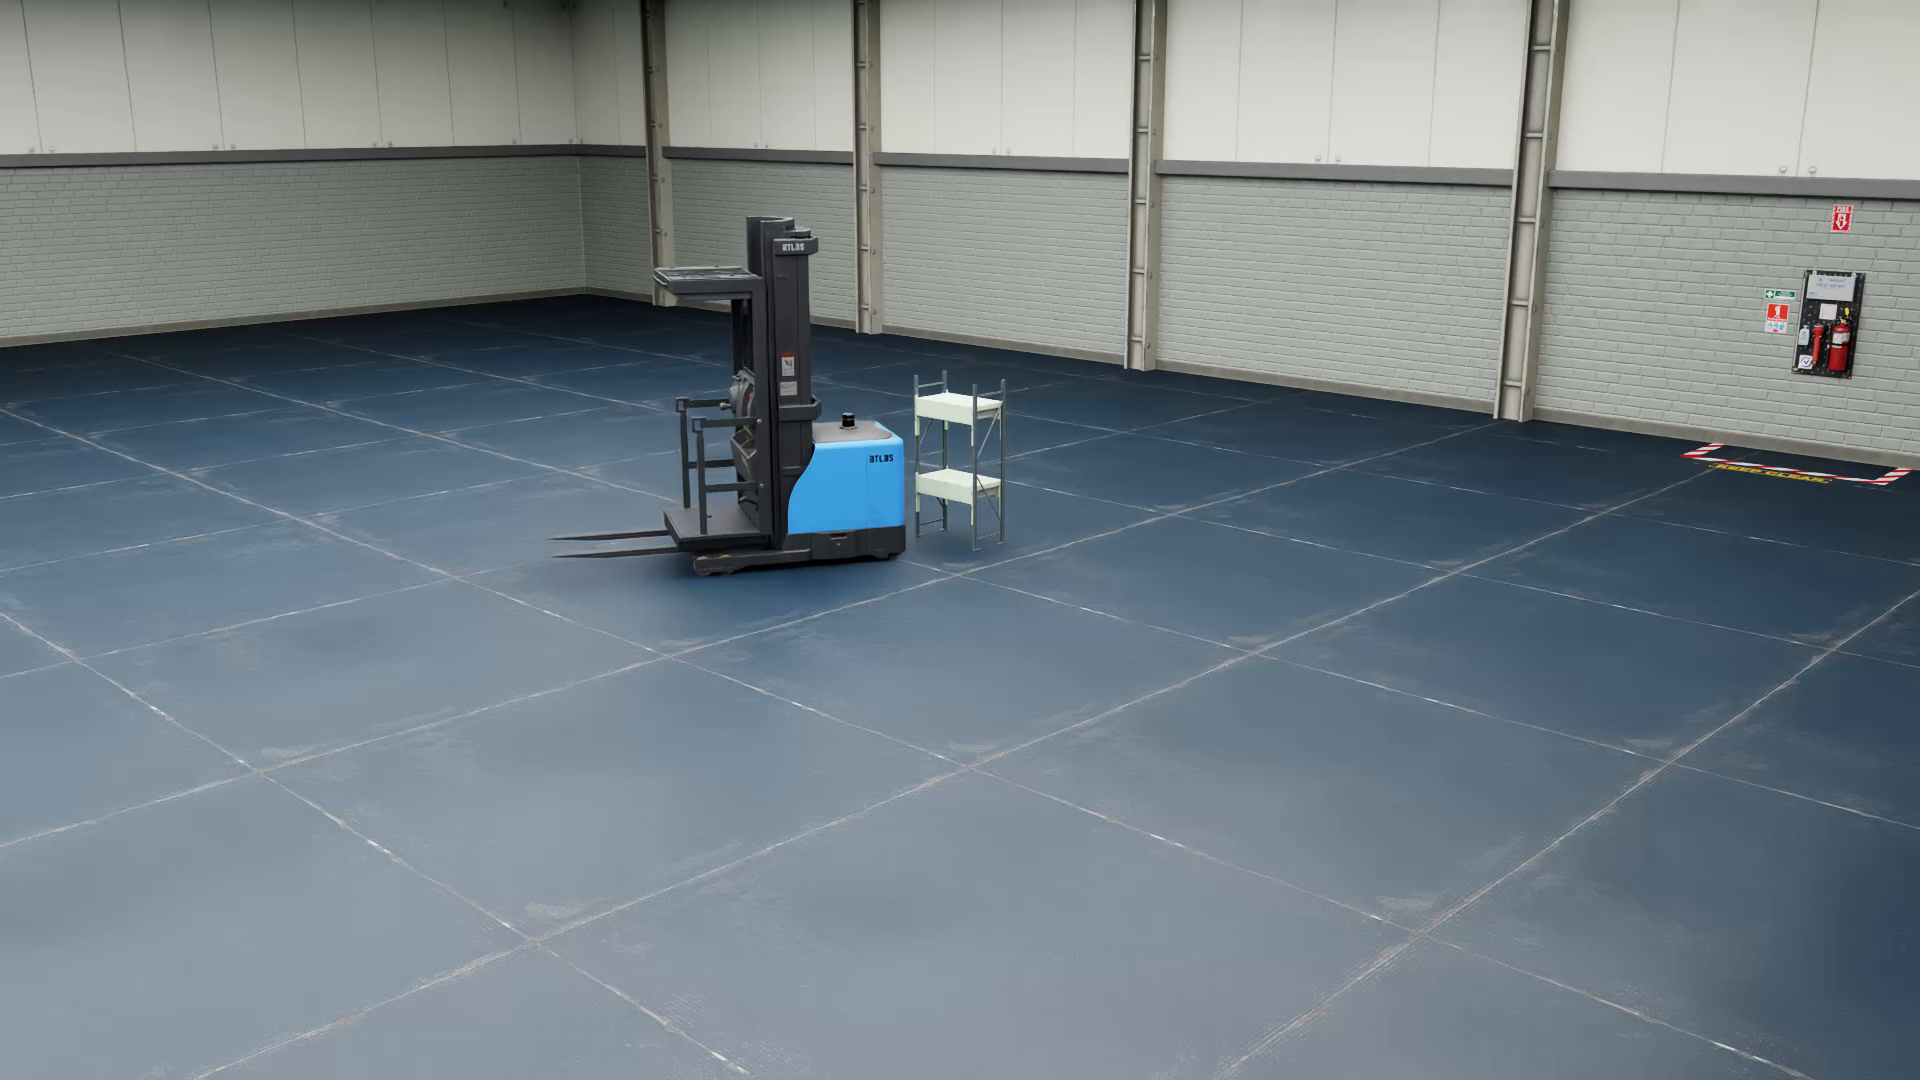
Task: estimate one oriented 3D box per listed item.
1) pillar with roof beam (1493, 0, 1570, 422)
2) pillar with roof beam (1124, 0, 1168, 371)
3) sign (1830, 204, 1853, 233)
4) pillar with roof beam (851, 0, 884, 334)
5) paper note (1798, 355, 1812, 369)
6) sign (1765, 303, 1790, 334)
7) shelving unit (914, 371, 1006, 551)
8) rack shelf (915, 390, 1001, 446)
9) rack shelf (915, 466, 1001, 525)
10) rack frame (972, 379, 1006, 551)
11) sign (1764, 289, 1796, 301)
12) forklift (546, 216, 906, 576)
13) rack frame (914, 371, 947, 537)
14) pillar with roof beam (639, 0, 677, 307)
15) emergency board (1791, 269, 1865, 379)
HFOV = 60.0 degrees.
[{"bbox_3d":[4.064,-5.123,17.063,0.400,9.000,9.100,14,20,42],"label":"pillar with roof beam"},{"bbox_3d":[-0.255,-6.173,21.093,0.400,9.000,9.100,14,20,42],"label":"pillar with roof beam"},{"bbox_3d":[9.683,-3.532,18.257,0.199,0.298,0.001,14,20,42],"label":"sign"},{"bbox_3d":[-4.574,-7.223,25.123,0.400,9.000,9.100,14,20,42],"label":"pillar with roof beam"},{"bbox_3d":[9.540,-2.007,18.753,0.142,0.148,0.016,14,20,42],"label":"paper note"},{"bbox_3d":[9.293,-2.523,18.913,0.234,0.329,0.001,14,20,42],"label":"sign"},{"bbox_3d":[-0.005,-0.727,15.065,0.755,1.500,0.431,14,20,42],"label":"shelving unit"},{"bbox_3d":[-0.005,-1.105,14.967,0.720,0.370,0.431,14,20,42],"label":"rack shelf"},{"bbox_3d":[-0.005,-0.411,15.148,0.720,0.370,0.431,14,20,42],"label":"rack shelf"},{"bbox_3d":[0.259,-0.663,14.820,0.023,1.500,0.400,14,20,42],"label":"rack frame"},{"bbox_3d":[9.290,-2.777,18.837,0.331,0.109,0.001,14,20,42],"label":"sign"},{"bbox_3d":[-2.052,-1.259,14.269,3.031,2.935,1.130,-4,15,-17],"label":"forklift"},{"bbox_3d":[-0.268,-0.791,15.311,0.023,1.500,0.400,14,20,42],"label":"rack frame"},{"bbox_3d":[-8.893,-8.273,29.153,0.400,9.000,9.100,14,20,42],"label":"pillar with roof beam"},{"bbox_3d":[9.619,-2.390,18.474,0.643,1.169,0.194,14,20,42],"label":"emergency board"}]
